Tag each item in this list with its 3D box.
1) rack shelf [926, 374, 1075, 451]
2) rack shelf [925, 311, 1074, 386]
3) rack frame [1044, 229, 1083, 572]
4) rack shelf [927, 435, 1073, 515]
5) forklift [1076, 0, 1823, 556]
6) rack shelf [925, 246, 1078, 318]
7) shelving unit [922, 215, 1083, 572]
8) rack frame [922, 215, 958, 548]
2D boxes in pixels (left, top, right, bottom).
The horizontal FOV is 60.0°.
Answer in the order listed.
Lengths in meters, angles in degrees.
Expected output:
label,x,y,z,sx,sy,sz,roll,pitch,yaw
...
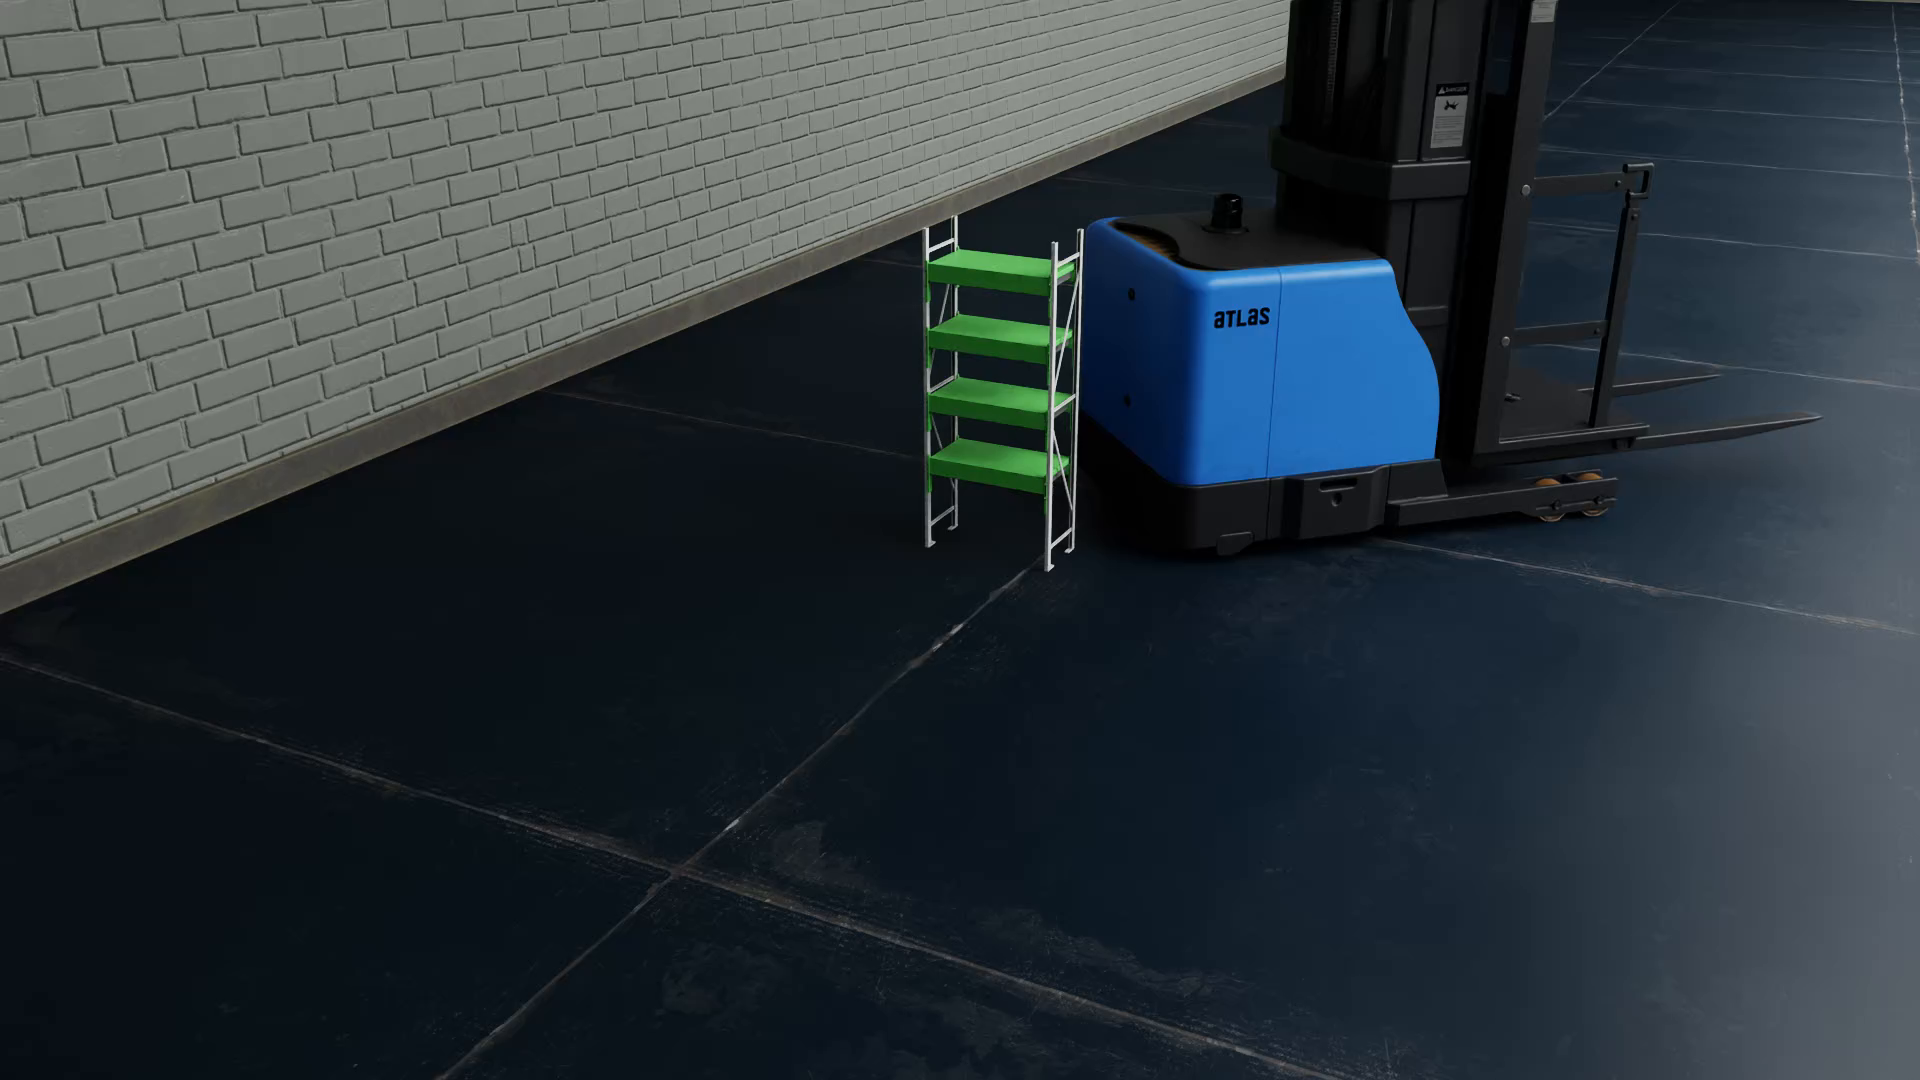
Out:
label,x,y,z,sx,sy,sz,roll,pitch,yaw
rack shelf,0.148,-0.464,6.005,0.480,0.148,0.258,11,25,25
rack shelf,0.148,-0.685,5.911,0.480,0.148,0.258,11,25,25
rack frame,0.365,-0.480,5.879,0.015,1.200,0.240,11,25,25
rack shelf,0.148,-0.243,6.099,0.480,0.148,0.258,11,25,25
forklift,2.051,-1.608,6.319,3.031,2.935,1.130,-7,24,-16
rack shelf,0.148,-0.906,5.817,0.480,0.148,0.258,11,25,25
shelving unit,0.148,-0.523,5.980,0.503,1.200,0.258,11,25,25
rack frame,-0.070,-0.566,6.081,0.015,1.200,0.240,11,25,25
